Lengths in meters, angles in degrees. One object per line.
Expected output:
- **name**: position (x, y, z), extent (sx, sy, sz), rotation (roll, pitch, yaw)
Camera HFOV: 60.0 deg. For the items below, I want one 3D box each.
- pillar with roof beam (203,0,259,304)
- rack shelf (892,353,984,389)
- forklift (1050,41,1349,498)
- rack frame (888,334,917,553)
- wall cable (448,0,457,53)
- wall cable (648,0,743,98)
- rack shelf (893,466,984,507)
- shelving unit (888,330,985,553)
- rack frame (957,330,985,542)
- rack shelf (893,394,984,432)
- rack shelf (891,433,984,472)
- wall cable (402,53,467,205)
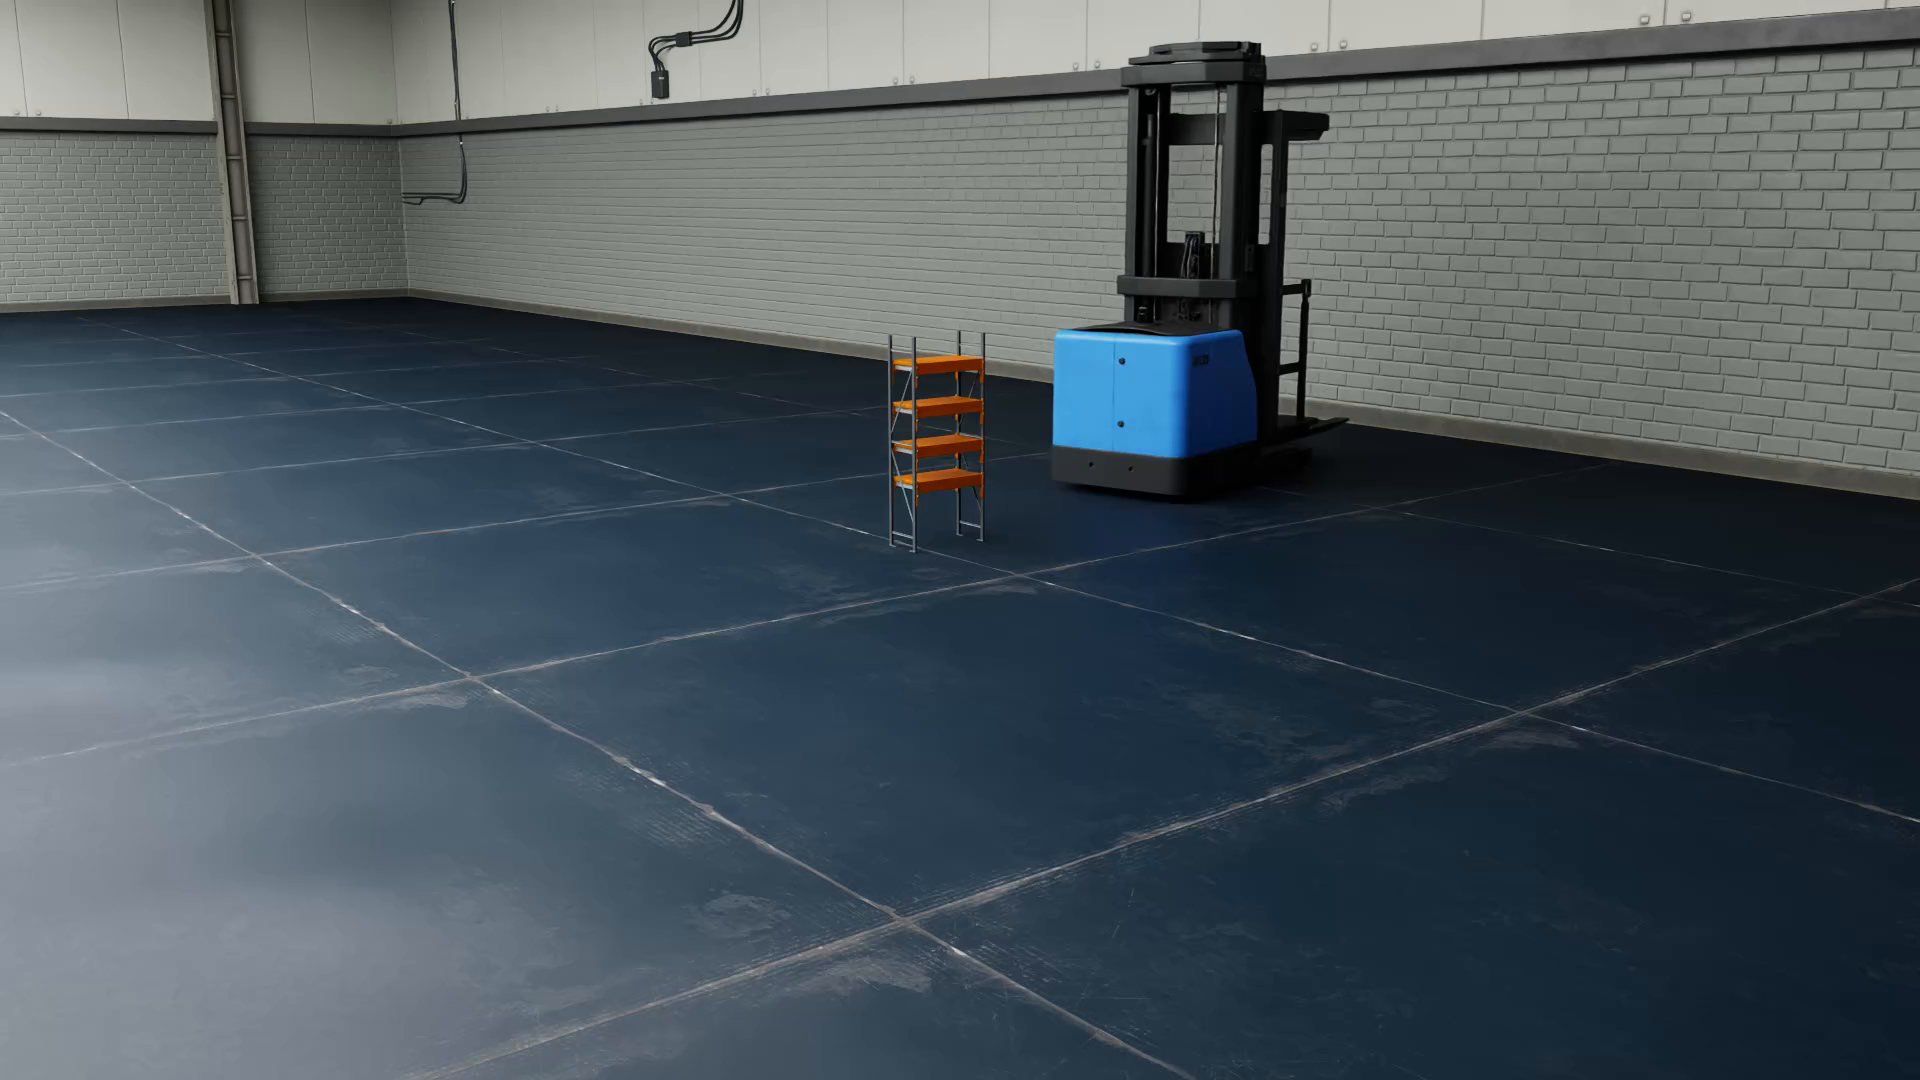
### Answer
- **pillar with roof beam**: position (-9.851, -7.852, 24.944), extent (0.400, 9.000, 9.100), rotation (-9, 15, -38)
- **rack shelf**: position (-0.129, -0.950, 9.321), extent (0.480, 0.148, 0.258), rotation (-9, 15, -38)
- **forklift**: position (1.888, -1.957, 11.788), extent (1.130, 2.935, 3.031), rotation (9, 15, 35)
- **rack frame**: position (-0.320, -0.534, 9.254), extent (0.015, 1.200, 0.240), rotation (-9, 15, -38)
- **wall cable**: position (-7.724, -9.231, 26.754), extent (0.112, 2.526, 3.097), rotation (-9, 15, -38)
- **wall cable**: position (-3.496, -8.840, 21.408), extent (0.169, 6.003, 2.305), rotation (-9, 15, -38)
- **rack shelf**: position (-0.129, -0.305, 9.458), extent (0.480, 0.148, 0.258), rotation (-9, 15, -38)
- **shelving unit**: position (-0.129, -0.565, 9.403), extent (0.503, 1.200, 0.258), rotation (-9, 15, -38)
- **rack frame**: position (0.061, -0.597, 9.552), extent (0.015, 1.200, 0.240), rotation (-9, 15, -38)
- **rack shelf**: position (-0.129, -0.718, 9.370), extent (0.480, 0.148, 0.258), rotation (-9, 15, -38)
- **rack shelf**: position (-0.129, -0.500, 9.417), extent (0.480, 0.148, 0.258), rotation (-9, 15, -38)
- **wall cable**: position (-9.414, -7.200, 29.345), extent (0.112, 2.526, 3.097), rotation (-9, 15, -38)
